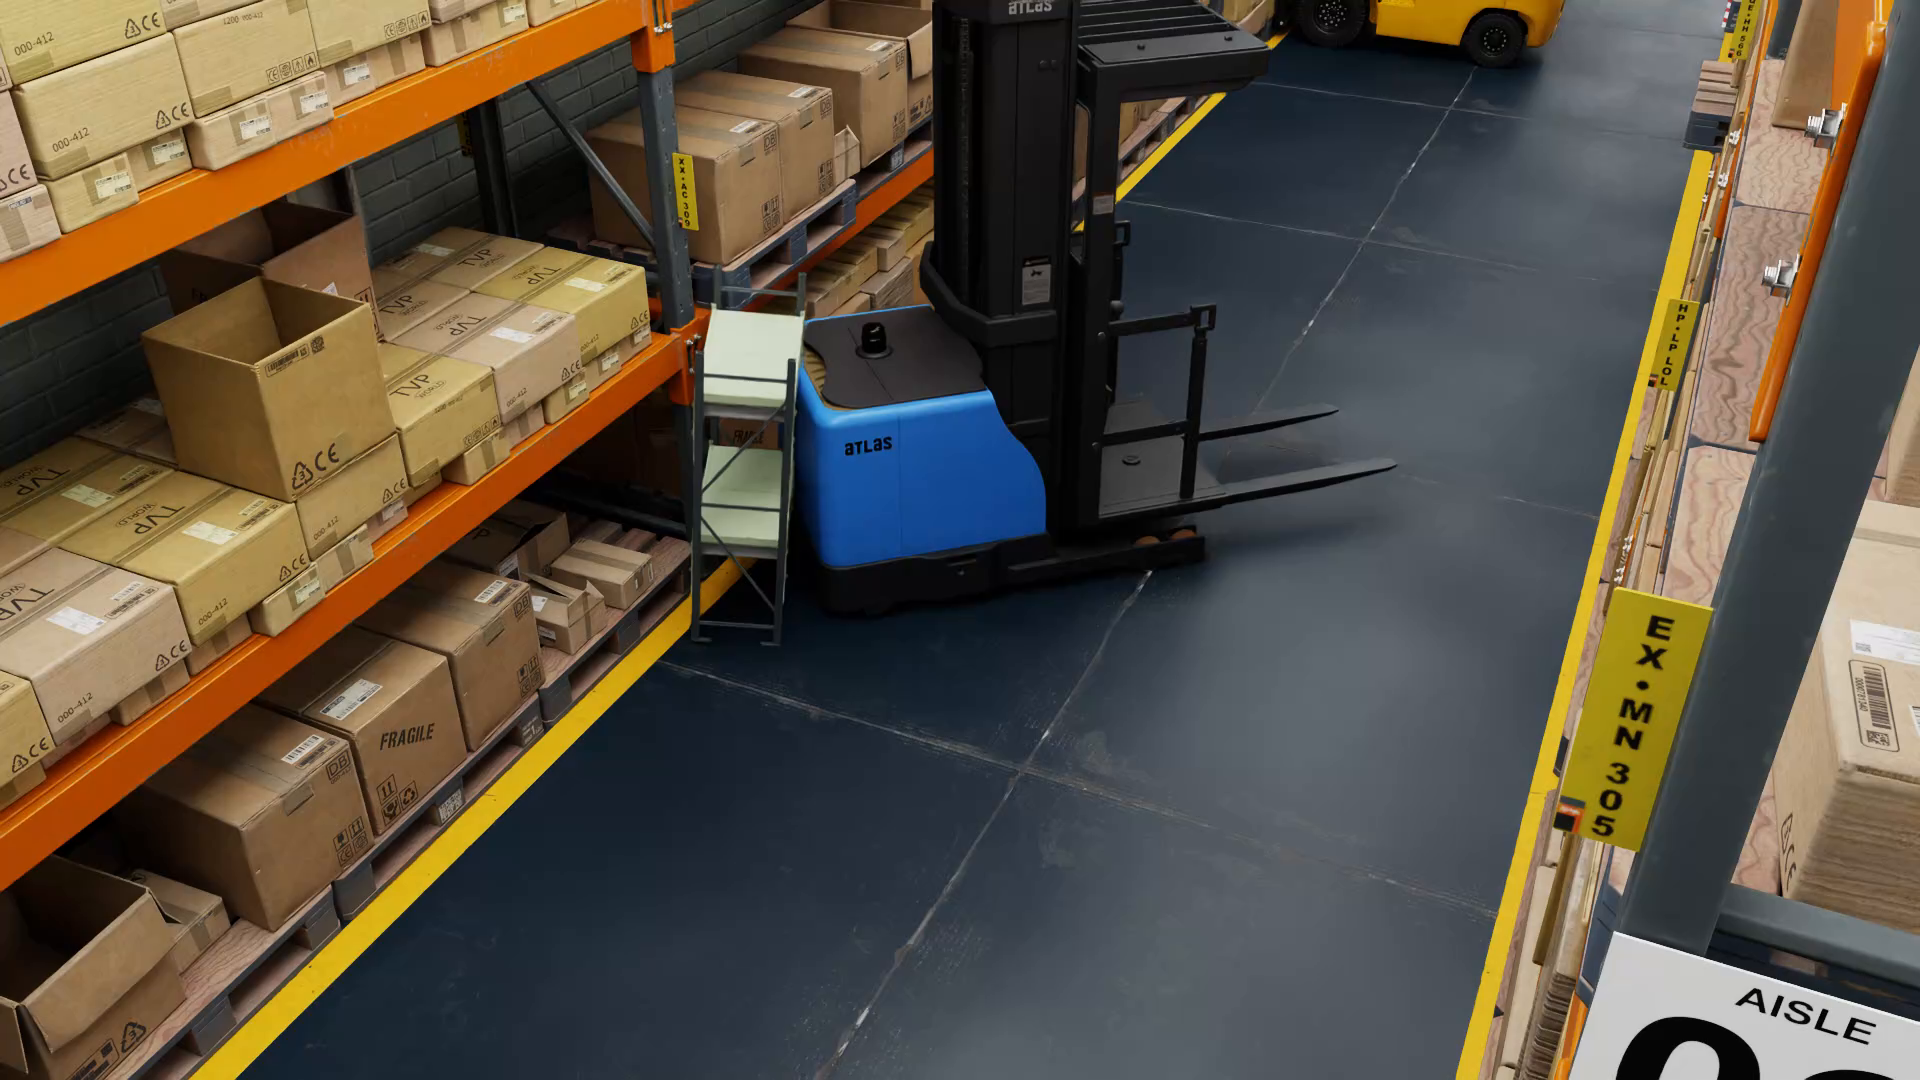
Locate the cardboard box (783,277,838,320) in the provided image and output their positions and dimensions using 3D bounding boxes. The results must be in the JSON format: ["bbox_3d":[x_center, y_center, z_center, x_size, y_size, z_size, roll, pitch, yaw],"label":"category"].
[{"bbox_3d":[-0.869,-1.272,8.759,0.380,0.149,0.250,14,36,20],"label":"cardboard box"}]

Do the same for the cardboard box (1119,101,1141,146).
[{"bbox_3d":[0.850,-3.356,12.415,0.875,0.625,0.625,13,35,19],"label":"cardboard box"}]

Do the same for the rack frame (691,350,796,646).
[{"bbox_3d":[-0.933,-0.135,7.072,0.400,1.500,0.023,4,37,-5],"label":"rack frame"}]

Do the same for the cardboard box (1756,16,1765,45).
[{"bbox_3d":[3.912,-2.088,7.695,0.500,0.500,0.500,14,36,21],"label":"cardboard box"}]

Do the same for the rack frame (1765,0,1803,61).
[{"bbox_3d":[2.865,-2.583,3.983,1.000,3.000,0.127,14,36,20],"label":"rack frame"}]

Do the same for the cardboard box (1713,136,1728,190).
[{"bbox_3d":[4.106,-1.818,8.423,0.500,0.250,0.500,14,36,20],"label":"cardboard box"}]

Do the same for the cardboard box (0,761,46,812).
[{"bbox_3d":[-2.867,0.648,4.755,0.380,0.149,0.250,15,36,22],"label":"cardboard box"}]

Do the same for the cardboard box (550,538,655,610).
[{"bbox_3d":[-1.611,0.150,7.502,0.380,0.149,0.250,13,35,19],"label":"cardboard box"}]

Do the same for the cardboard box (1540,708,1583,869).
[{"bbox_3d":[2.505,1.110,5.776,0.875,0.438,0.875,14,36,20],"label":"cardboard box"}]

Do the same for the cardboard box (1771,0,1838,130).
[{"bbox_3d":[2.429,-1.343,4.262,0.500,0.500,0.500,15,36,21],"label":"cardboard box"}]

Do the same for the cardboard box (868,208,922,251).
[{"bbox_3d":[-0.439,-1.791,9.552,0.380,0.149,0.250,14,36,20],"label":"cardboard box"}]

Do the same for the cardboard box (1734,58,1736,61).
[{"bbox_3d":[4.788,-2.904,9.789,0.380,0.149,0.250,15,36,21],"label":"cardboard box"}]

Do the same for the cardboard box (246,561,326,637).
[{"bbox_3d":[-2.347,0.155,5.507,0.380,0.149,0.250,13,35,19],"label":"cardboard box"}]

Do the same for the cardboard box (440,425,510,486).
[{"bbox_3d":[-1.940,-0.362,6.295,0.380,0.149,0.250,14,36,20],"label":"cardboard box"}]

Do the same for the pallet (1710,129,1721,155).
[{"bbox_3d":[6.461,-3.235,12.991,1.003,0.211,1.213,14,36,20],"label":"pallet"}]

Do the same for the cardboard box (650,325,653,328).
[{"bbox_3d":[-1.647,-0.995,8.336,0.380,0.149,0.250,14,36,21],"label":"cardboard box"}]

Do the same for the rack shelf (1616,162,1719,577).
[{"bbox_3d":[3.702,-0.770,7.344,1.077,0.370,4.000,14,36,20],"label":"rack shelf"}]

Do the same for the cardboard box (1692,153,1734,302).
[{"bbox_3d":[3.034,-1.074,6.149,0.500,0.500,0.500,15,36,21],"label":"cardboard box"}]

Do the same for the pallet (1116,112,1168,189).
[{"bbox_3d":[0.921,-3.044,12.699,1.003,0.211,1.213,14,36,20],"label":"pallet"}]

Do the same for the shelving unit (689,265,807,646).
[{"bbox_3d":[-0.940,-0.354,7.365,0.431,1.500,0.755,4,37,-5],"label":"shelving unit"}]

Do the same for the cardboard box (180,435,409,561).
[{"bbox_3d":[-2.269,-0.209,5.698,0.500,0.250,0.500,13,36,19],"label":"cardboard box"}]

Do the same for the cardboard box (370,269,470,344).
[{"bbox_3d":[-2.300,-0.837,6.656,0.500,0.250,0.500,14,36,20],"label":"cardboard box"}]

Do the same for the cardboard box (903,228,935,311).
[{"bbox_3d":[-0.388,-1.566,9.799,0.500,0.500,0.500,16,36,23],"label":"cardboard box"}]

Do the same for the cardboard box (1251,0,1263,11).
[{"bbox_3d":[2.394,-4.852,14.582,0.500,0.250,0.500,14,36,20],"label":"cardboard box"}]

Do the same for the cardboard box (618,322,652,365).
[{"bbox_3d":[-1.549,-0.889,7.100,0.380,0.149,0.250,15,36,21],"label":"cardboard box"}]

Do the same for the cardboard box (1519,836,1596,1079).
[{"bbox_3d":[1.369,0.896,3.145,0.500,0.500,0.500,14,36,21],"label":"cardboard box"}]

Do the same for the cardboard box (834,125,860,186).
[{"bbox_3d":[-0.715,-1.935,8.204,0.396,0.266,0.258,16,36,23],"label":"cardboard box"}]

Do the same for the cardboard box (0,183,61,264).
[{"bbox_3d":[-2.567,-0.835,4.281,0.380,0.149,0.250,15,36,22],"label":"cardboard box"}]

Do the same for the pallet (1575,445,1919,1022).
[{"bbox_3d":[1.493,0.329,2.359,1.003,0.211,1.213,14,36,20],"label":"pallet"}]

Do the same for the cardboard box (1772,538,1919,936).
[{"bbox_3d":[1.298,0.264,2.039,0.500,0.250,0.500,11,35,16],"label":"cardboard box"}]

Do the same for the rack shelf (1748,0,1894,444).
[{"bbox_3d":[2.029,-1.119,2.771,1.077,0.370,4.000,14,36,20],"label":"rack shelf"}]

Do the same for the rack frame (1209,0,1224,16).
[{"bbox_3d":[1.702,-5.196,13.438,1.000,3.000,0.127,14,36,20],"label":"rack frame"}]

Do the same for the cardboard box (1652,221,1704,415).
[{"bbox_3d":[4.174,-1.029,8.638,0.875,0.875,0.875,14,36,20],"label":"cardboard box"}]

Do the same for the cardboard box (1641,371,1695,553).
[{"bbox_3d":[2.229,-0.103,4.668,0.500,0.500,0.500,14,36,20],"label":"cardboard box"}]

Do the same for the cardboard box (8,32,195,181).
[{"bbox_3d":[-2.465,-1.203,4.479,0.500,0.250,0.500,13,35,19],"label":"cardboard box"}]

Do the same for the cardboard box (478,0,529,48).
[{"bbox_3d":[-1.752,-1.861,5.846,0.380,0.149,0.250,15,36,22],"label":"cardboard box"}]

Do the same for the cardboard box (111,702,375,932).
[{"bbox_3d":[-2.583,0.951,5.961,0.700,0.500,0.500,16,36,22],"label":"cardboard box"}]

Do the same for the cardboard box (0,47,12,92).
[{"bbox_3d":[-2.674,-1.157,3.952,0.500,0.250,0.500,14,36,20],"label":"cardboard box"}]

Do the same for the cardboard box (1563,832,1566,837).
[{"bbox_3d":[2.003,0.553,4.579,0.500,0.500,0.500,14,36,21],"label":"cardboard box"}]

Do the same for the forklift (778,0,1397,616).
[{"bbox_3d":[0.675,-1.343,7.625,3.031,2.935,1.130,-10,35,-15],"label":"forklift"}]

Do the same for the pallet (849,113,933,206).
[{"bbox_3d":[-0.780,-2.153,8.974,1.003,0.211,1.213,14,36,20],"label":"pallet"}]

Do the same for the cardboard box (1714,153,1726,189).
[{"bbox_3d":[3.666,-1.515,7.505,0.500,0.250,0.500,14,36,20],"label":"cardboard box"}]

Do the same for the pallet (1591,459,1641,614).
[{"bbox_3d":[3.629,0.080,7.935,1.003,0.211,1.213,14,36,20],"label":"pallet"}]

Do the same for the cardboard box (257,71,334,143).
[{"bbox_3d":[-2.144,-1.340,5.052,0.380,0.149,0.250,15,36,21],"label":"cardboard box"}]

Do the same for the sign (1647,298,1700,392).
[{"bbox_3d":[2.368,-0.645,5.515,0.100,0.325,0.005,14,36,20],"label":"sign"}]

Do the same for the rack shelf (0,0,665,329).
[{"bbox_3d":[-2.481,-1.169,5.217,1.077,0.370,4.000,14,36,20],"label":"rack shelf"}]

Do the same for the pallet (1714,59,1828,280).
[{"bbox_3d":[2.514,-0.887,4.212,1.003,0.211,1.213,14,36,20],"label":"pallet"}]

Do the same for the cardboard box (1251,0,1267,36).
[{"bbox_3d":[2.404,-4.643,14.720,0.500,0.250,0.500,13,36,19],"label":"cardboard box"}]

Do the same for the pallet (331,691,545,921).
[{"bbox_3d":[-2.442,0.907,6.675,1.003,0.211,1.213,14,36,20],"label":"pallet"}]

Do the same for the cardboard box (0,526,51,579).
[{"bbox_3d":[-3.150,0.173,5.116,0.500,0.250,0.500,14,36,21],"label":"cardboard box"}]
